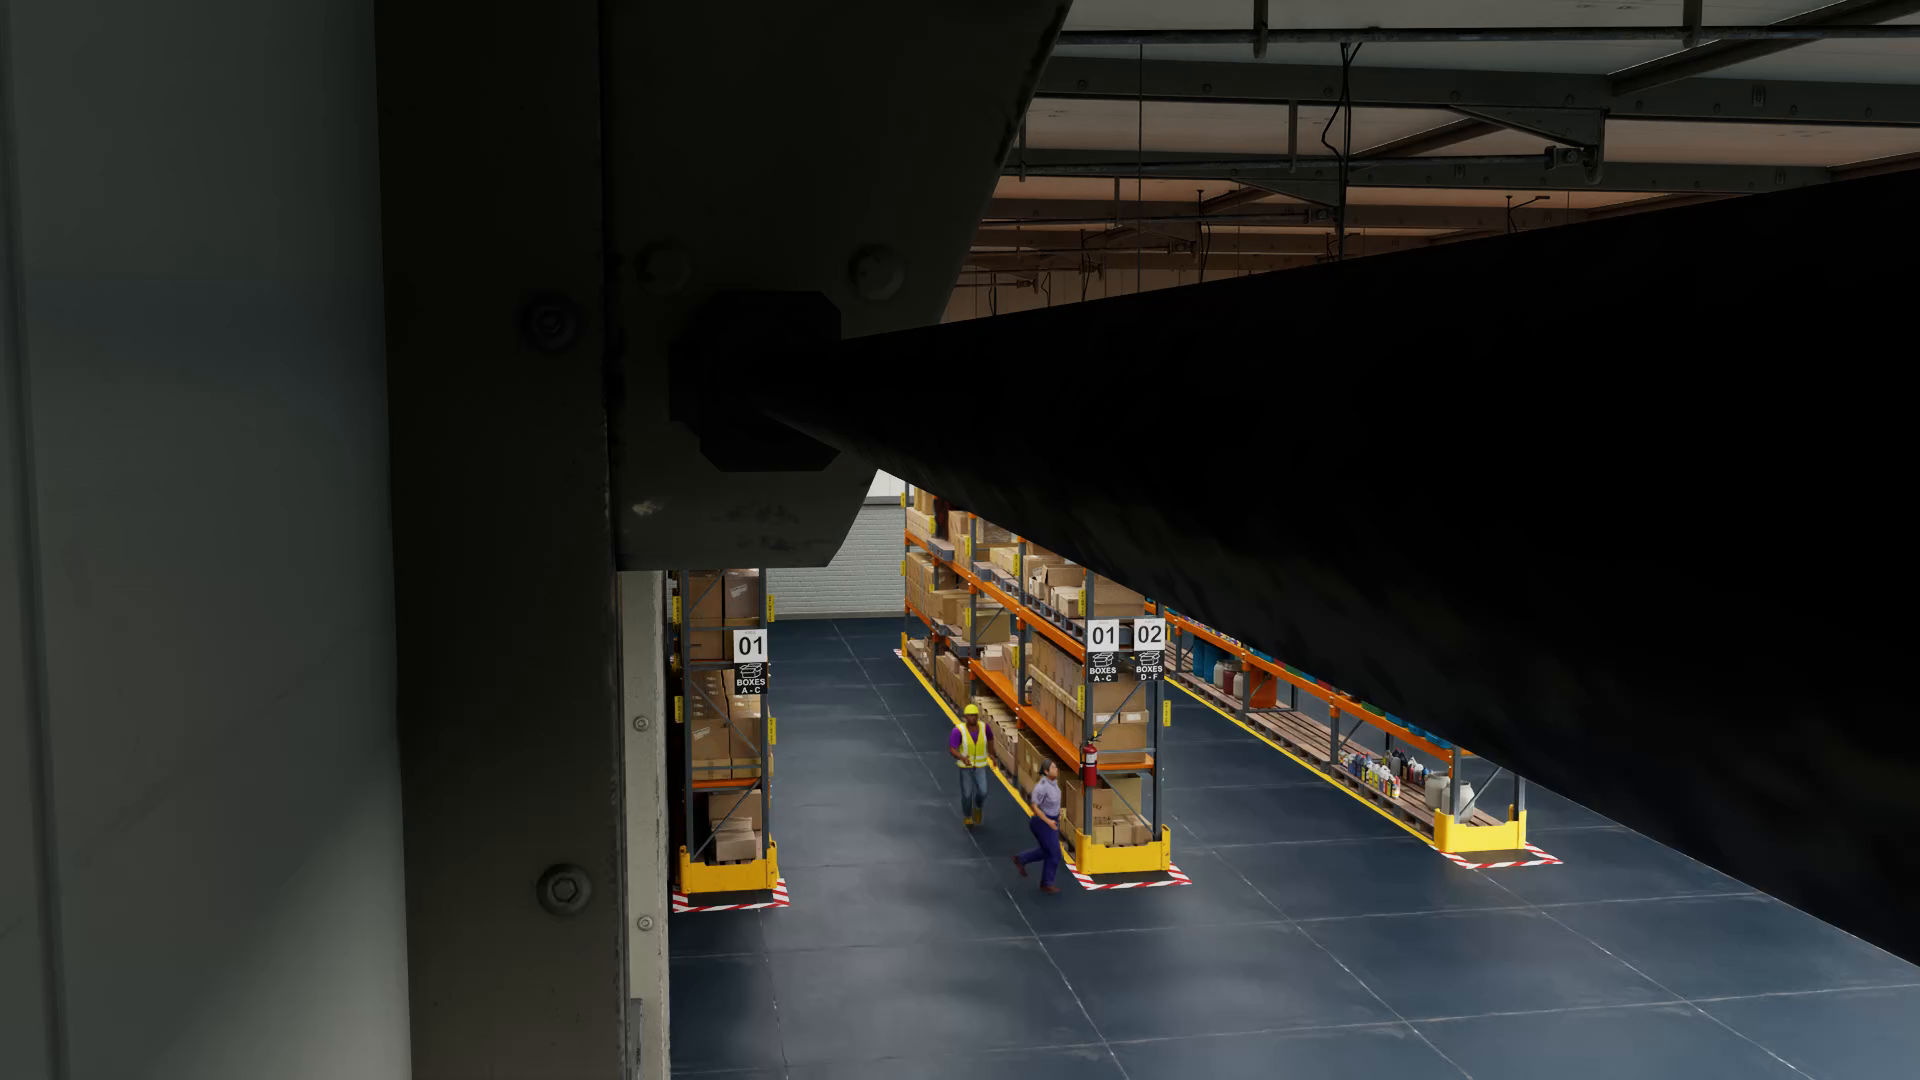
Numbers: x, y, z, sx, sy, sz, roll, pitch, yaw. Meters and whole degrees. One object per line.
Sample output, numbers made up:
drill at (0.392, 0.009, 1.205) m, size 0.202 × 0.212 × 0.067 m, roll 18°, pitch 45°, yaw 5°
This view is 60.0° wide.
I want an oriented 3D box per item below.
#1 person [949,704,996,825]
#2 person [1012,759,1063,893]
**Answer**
person at (0.188, 3.099, 22.805) m, size 0.682 × 1.716 × 0.700 m, roll -1°, pitch 6°, yaw -12°
person at (0.949, 3.454, 20.161) m, size 0.635 × 1.645 × 0.606 m, roll 2°, pitch 6°, yaw 16°
